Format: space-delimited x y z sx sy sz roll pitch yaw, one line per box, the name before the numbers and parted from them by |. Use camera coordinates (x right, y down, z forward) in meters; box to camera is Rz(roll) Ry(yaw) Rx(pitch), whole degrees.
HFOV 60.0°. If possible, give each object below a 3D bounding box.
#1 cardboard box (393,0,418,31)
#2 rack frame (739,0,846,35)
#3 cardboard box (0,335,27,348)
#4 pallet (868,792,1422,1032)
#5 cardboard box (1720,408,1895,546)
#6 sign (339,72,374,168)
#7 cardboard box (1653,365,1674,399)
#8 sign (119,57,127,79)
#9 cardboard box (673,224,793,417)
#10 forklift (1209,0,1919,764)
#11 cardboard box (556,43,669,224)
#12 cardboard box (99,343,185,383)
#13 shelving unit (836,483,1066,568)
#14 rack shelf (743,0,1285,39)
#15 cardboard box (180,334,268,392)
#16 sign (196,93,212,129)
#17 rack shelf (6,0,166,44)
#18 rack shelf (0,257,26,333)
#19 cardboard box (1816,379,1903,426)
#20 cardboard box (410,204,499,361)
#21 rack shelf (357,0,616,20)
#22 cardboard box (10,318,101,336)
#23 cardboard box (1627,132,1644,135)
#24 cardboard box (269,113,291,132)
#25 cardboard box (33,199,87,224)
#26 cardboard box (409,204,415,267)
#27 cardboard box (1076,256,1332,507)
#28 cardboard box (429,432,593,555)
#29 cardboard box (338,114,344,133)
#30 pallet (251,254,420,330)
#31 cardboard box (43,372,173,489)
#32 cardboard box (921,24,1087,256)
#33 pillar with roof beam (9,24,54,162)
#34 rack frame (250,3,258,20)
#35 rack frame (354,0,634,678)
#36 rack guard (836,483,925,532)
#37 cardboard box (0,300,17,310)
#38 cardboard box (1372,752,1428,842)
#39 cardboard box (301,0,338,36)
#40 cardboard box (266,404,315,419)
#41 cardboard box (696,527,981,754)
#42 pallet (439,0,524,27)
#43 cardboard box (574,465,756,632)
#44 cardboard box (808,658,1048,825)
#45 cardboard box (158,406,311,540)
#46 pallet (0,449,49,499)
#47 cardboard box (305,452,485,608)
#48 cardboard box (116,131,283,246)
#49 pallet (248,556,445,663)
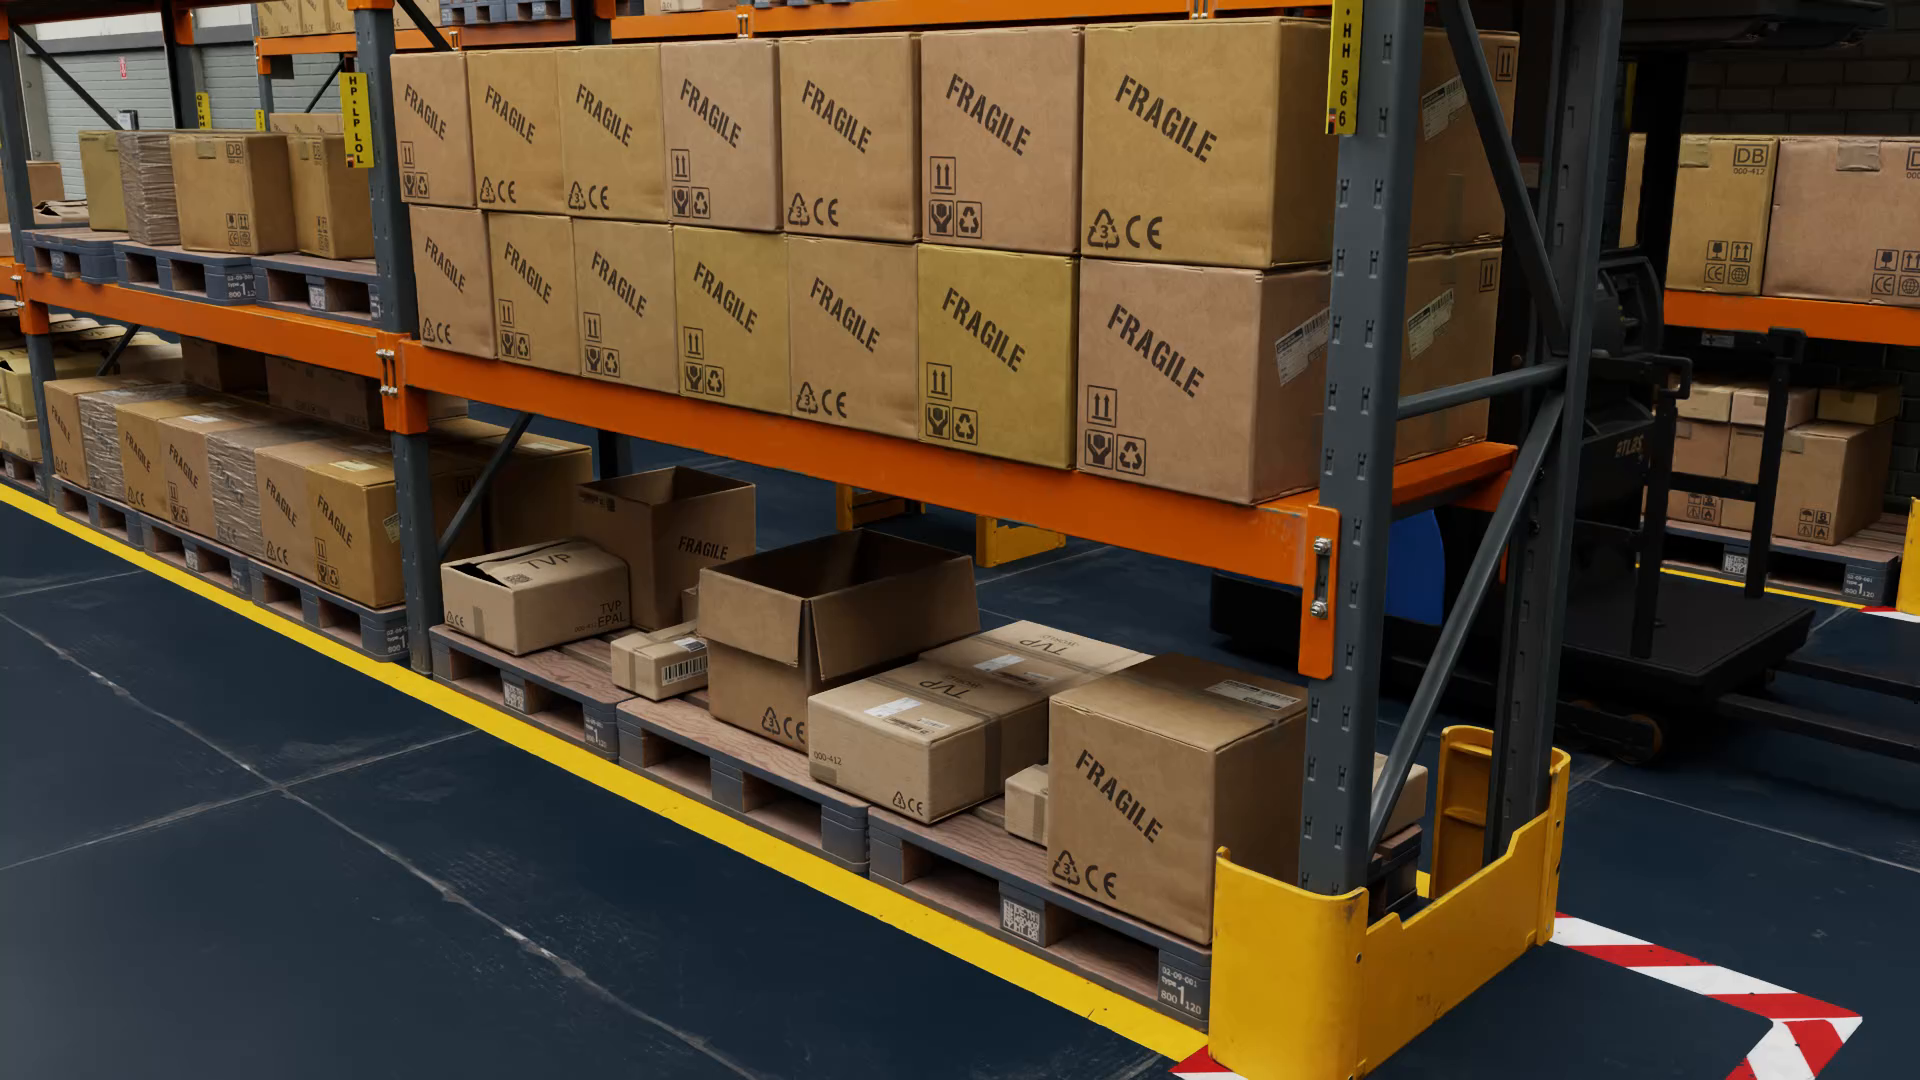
cardboard box | -4.961 -4.966 15.354 0.500 0.500 0.500 12 19 38
rack frame | -1.191 -2.622 12.545 0.127 3.000 1.000 14 20 42
cardboard box | -5.915 -1.092 10.181 0.500 0.311 0.500 13 20 42
pallet | 0.503 0.875 4.656 1.213 0.211 1.003 14 20 42
cardboard box | 3.994 -0.320 7.834 0.500 0.500 0.700 14 20 42
sign | -2.130 -1.481 5.870 0.005 0.325 0.100 14 20 42
cardboard box | 3.495 -0.825 8.486 0.250 0.149 0.380 14 20 43
sign | -11.854 -6.687 23.550 0.199 0.298 0.001 14 20 42
cardboard box | -0.473 -0.666 4.840 0.500 0.500 0.500 13 20 41
forklift | 2.414 -0.816 5.750 3.031 2.935 1.130 14 20 43
cardboard box | -0.862 -1.240 5.062 0.500 0.500 0.500 13 19 41
cardboard box | -4.800 -1.011 9.871 0.500 0.311 0.500 -14 20 -42
shelving unit | -0.055 -0.739 8.294 1.083 1.500 0.587 14 20 42
rack shelf | 0.249 -3.375 10.914 4.000 0.370 1.077 14 20 42
cardboard box | -3.747 -0.958 8.757 0.500 0.250 0.500 -14 20 -42
sign | -4.257 -2.344 9.340 0.005 0.325 0.100 14 20 42
rack shelf | -6.067 -3.175 10.148 4.000 0.370 1.077 14 20 42
rack shelf | -6.067 -1.724 10.526 4.000 0.370 1.077 14 20 42
cardboard box | 4.223 -0.648 7.808 0.250 0.149 0.380 14 20 43
cardboard box | -1.570 -0.932 5.860 0.500 0.500 0.500 -14 20 -43
rack shelf | -0.308 -1.775 4.774 4.000 0.370 1.077 14 20 42
cardboard box | -5.920 -1.281 10.907 0.500 0.311 0.500 13 20 42
cardboard box | 3.120 -1.715 8.469 0.700 0.700 0.980 12 19 40
cardboard box | -6.815 -4.184 17.310 0.500 0.500 0.500 14 20 42
cardboard box | -5.136 -1.871 9.839 0.500 0.311 0.500 13 20 42
cardboard box | -1.933 -1.397 6.814 0.500 0.500 0.700 7 16 24
cardboard box | 0.621 -0.399 3.817 0.500 0.500 0.500 -14 20 -42
cardboard box | -1.926 -0.154 7.159 0.500 0.500 0.500 13 19 40
cardboard box | -5.719 -3.916 16.282 0.500 0.500 0.500 -14 20 -42
pallet | -2.247 -1.089 7.042 1.213 0.211 1.003 14 20 42
cardboard box | -4.498 -0.594 8.847 0.500 0.500 0.500 -13 20 -42
cardboard box | 0.257 -0.970 4.026 0.500 0.500 0.500 -14 20 -43
pillar with roof beam | -17.473 -8.278 22.356 0.400 9.000 9.100 14 20 42
rack frame | -6.950 -6.925 17.162 0.127 3.000 1.000 14 20 42
rack frame | -1.747 -1.022 6.405 0.127 3.000 1.000 14 20 42
rack guard | -0.413 -0.221 8.786 0.087 0.250 0.587 14 20 42
cardboard box | -7.016 -1.547 11.929 0.500 0.311 0.500 14 20 42
cardboard box | 1.069 0.709 4.543 0.250 0.149 0.380 14 20 42
cardboard box | -6.145 -5.237 16.395 0.500 0.500 0.500 -13 20 -42
cardboard box | -3.036 -0.423 8.191 0.500 0.500 0.500 13 19 40
cardboard box | -0.391 0.301 5.406 0.637 0.503 0.797 14 20 42
pallet | -3.700 -4.555 14.388 1.003 0.211 1.213 14 20 42
cardboard box | -1.140 0.023 6.480 0.500 0.500 0.500 14 20 42
cardboard box | -0.093 0.574 4.862 0.500 0.250 0.500 14 20 42
cardboard box | -3.380 -0.324 7.812 0.500 0.500 0.500 13 19 40
pallet | -5.192 -0.524 10.023 1.213 0.211 1.003 14 20 42
cardboard box | -2.302 -0.060 6.797 0.500 0.500 0.500 14 20 42
cardboard box | -3.569 -1.689 7.934 0.700 0.500 0.500 -10 18 -34
pallet | -2.359 0.192 7.277 1.213 0.211 1.003 14 20 42
